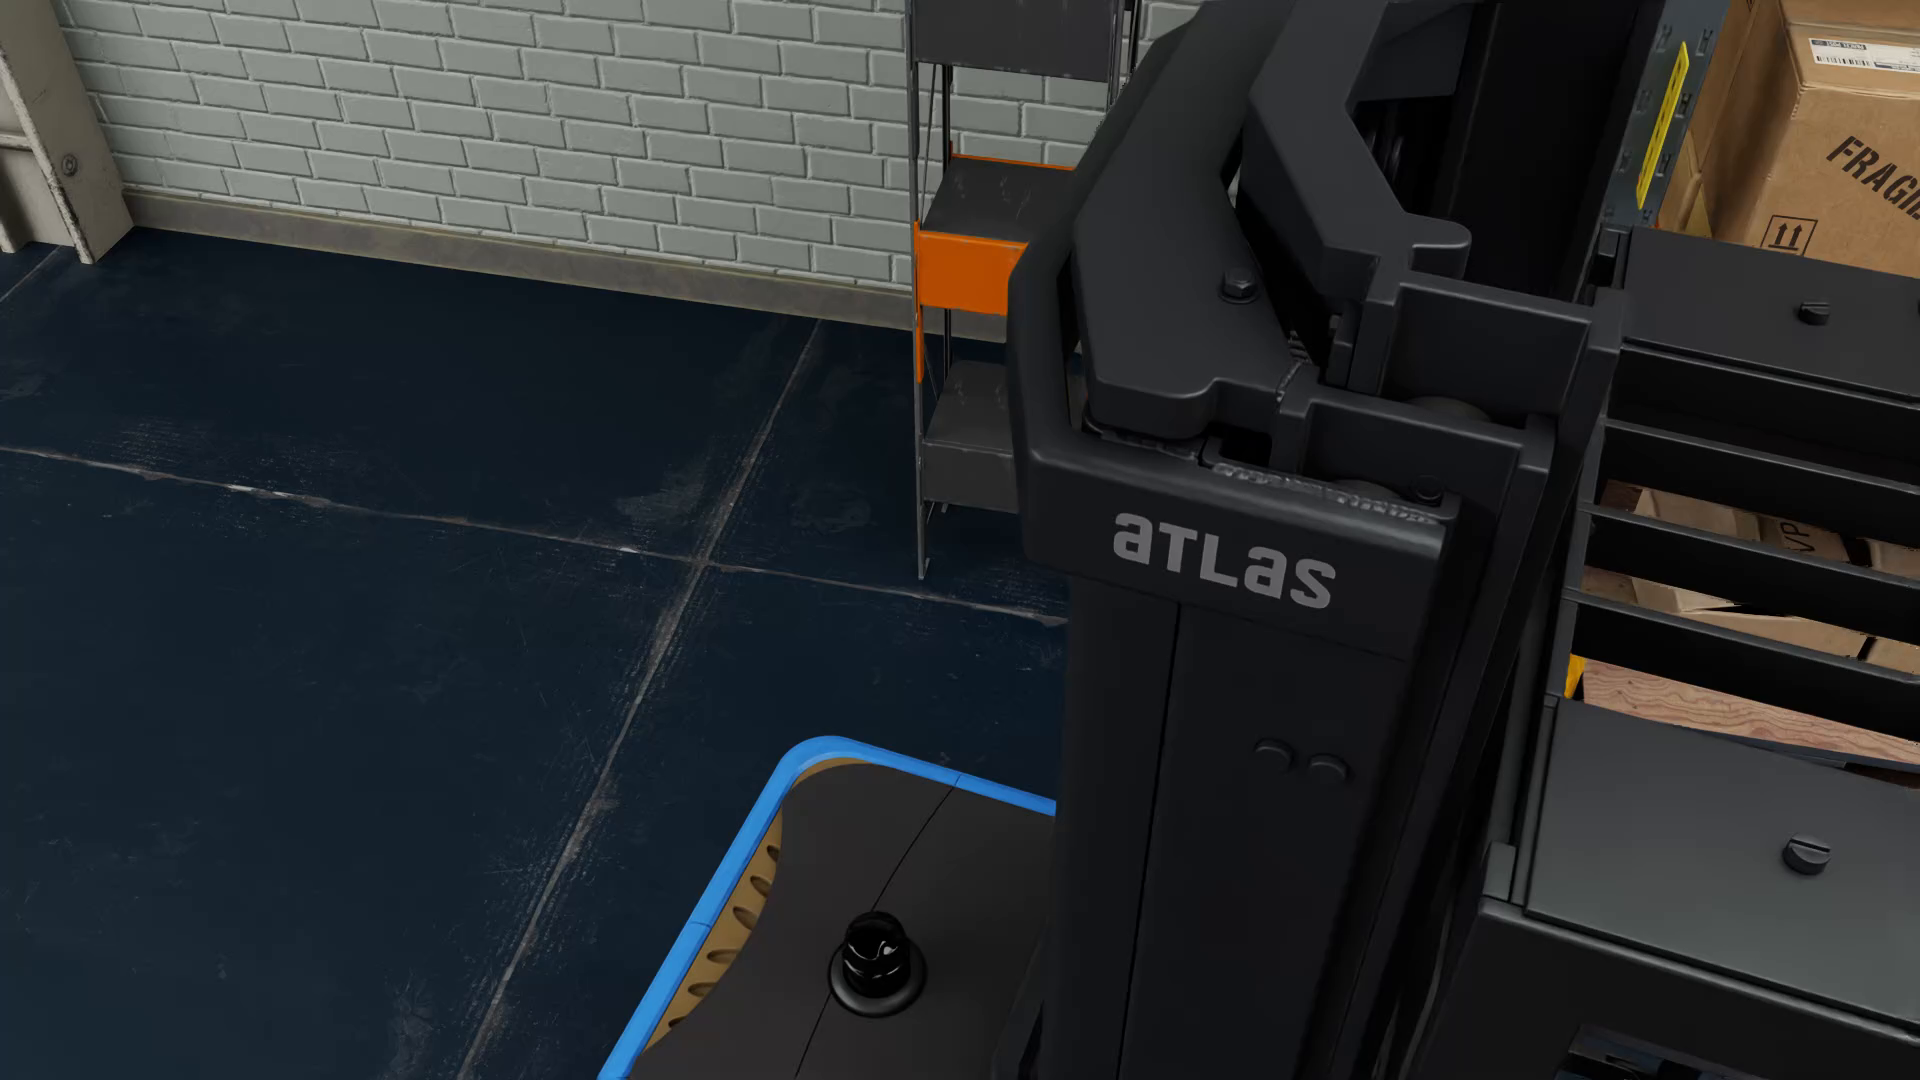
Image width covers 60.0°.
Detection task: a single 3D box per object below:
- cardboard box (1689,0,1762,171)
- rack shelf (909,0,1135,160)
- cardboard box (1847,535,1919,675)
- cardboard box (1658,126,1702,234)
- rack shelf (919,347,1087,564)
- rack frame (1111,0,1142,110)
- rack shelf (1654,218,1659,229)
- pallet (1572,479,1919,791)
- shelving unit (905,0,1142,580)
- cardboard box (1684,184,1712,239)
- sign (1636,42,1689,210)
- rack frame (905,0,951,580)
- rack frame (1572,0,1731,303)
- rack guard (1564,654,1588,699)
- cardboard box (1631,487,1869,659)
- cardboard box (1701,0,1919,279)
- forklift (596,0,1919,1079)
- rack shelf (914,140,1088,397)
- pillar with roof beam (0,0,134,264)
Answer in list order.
[{"bbox_3d":[2.024,-1.175,3.861,0.500,0.500,0.500,8,45,9],"label":"cardboard box"},{"bbox_3d":[0.162,-1.226,4.020,0.480,0.518,0.431,9,45,9],"label":"rack shelf"},{"bbox_3d":[2.730,0.183,4.519,0.500,0.311,0.500,12,45,12],"label":"cardboard box"},{"bbox_3d":[2.016,-0.893,4.108,0.500,0.250,0.500,9,45,10],"label":"cardboard box"},{"bbox_3d":[0.162,-0.217,4.991,0.480,0.518,0.431,9,45,9],"label":"rack shelf"},{"bbox_3d":[0.400,-0.694,4.457,0.015,2.100,0.400,9,45,9],"label":"rack frame"},{"bbox_3d":[3.469,-0.317,3.935,4.000,0.370,1.077,9,45,9],"label":"rack shelf"},{"bbox_3d":[2.377,0.284,4.803,1.213,0.211,1.003,9,45,9],"label":"pallet"},{"bbox_3d":[0.162,-0.731,4.496,0.503,2.100,0.431,9,45,9],"label":"shelving unit"},{"bbox_3d":[1.925,-0.544,3.746,0.500,0.250,0.500,8,44,8],"label":"cardboard box"},{"bbox_3d":[1.399,-0.824,3.319,0.005,0.325,0.100,9,45,9],"label":"sign"},{"bbox_3d":[-0.077,-0.768,4.534,0.015,2.100,0.400,9,45,9],"label":"rack frame"},{"bbox_3d":[1.518,-0.879,4.000,0.127,3.000,1.000,9,45,9],"label":"rack frame"},{"bbox_3d":[1.592,0.033,4.855,0.348,0.500,1.175,9,45,9],"label":"rack guard"},{"bbox_3d":[2.173,0.097,4.608,0.500,0.311,0.500,4,44,4],"label":"cardboard box"},{"bbox_3d":[1.918,-0.827,3.499,0.500,0.500,0.500,9,45,9],"label":"cardboard box"},{"bbox_3d":[0.901,0.765,2.342,3.031,2.935,1.130,15,46,15],"label":"forklift"},{"bbox_3d":[0.162,-0.722,4.505,0.480,0.518,0.431,9,45,9],"label":"rack shelf"},{"bbox_3d":[-4.406,-1.515,0.335,0.400,9.000,9.100,9,45,9],"label":"pillar with roof beam"}]
